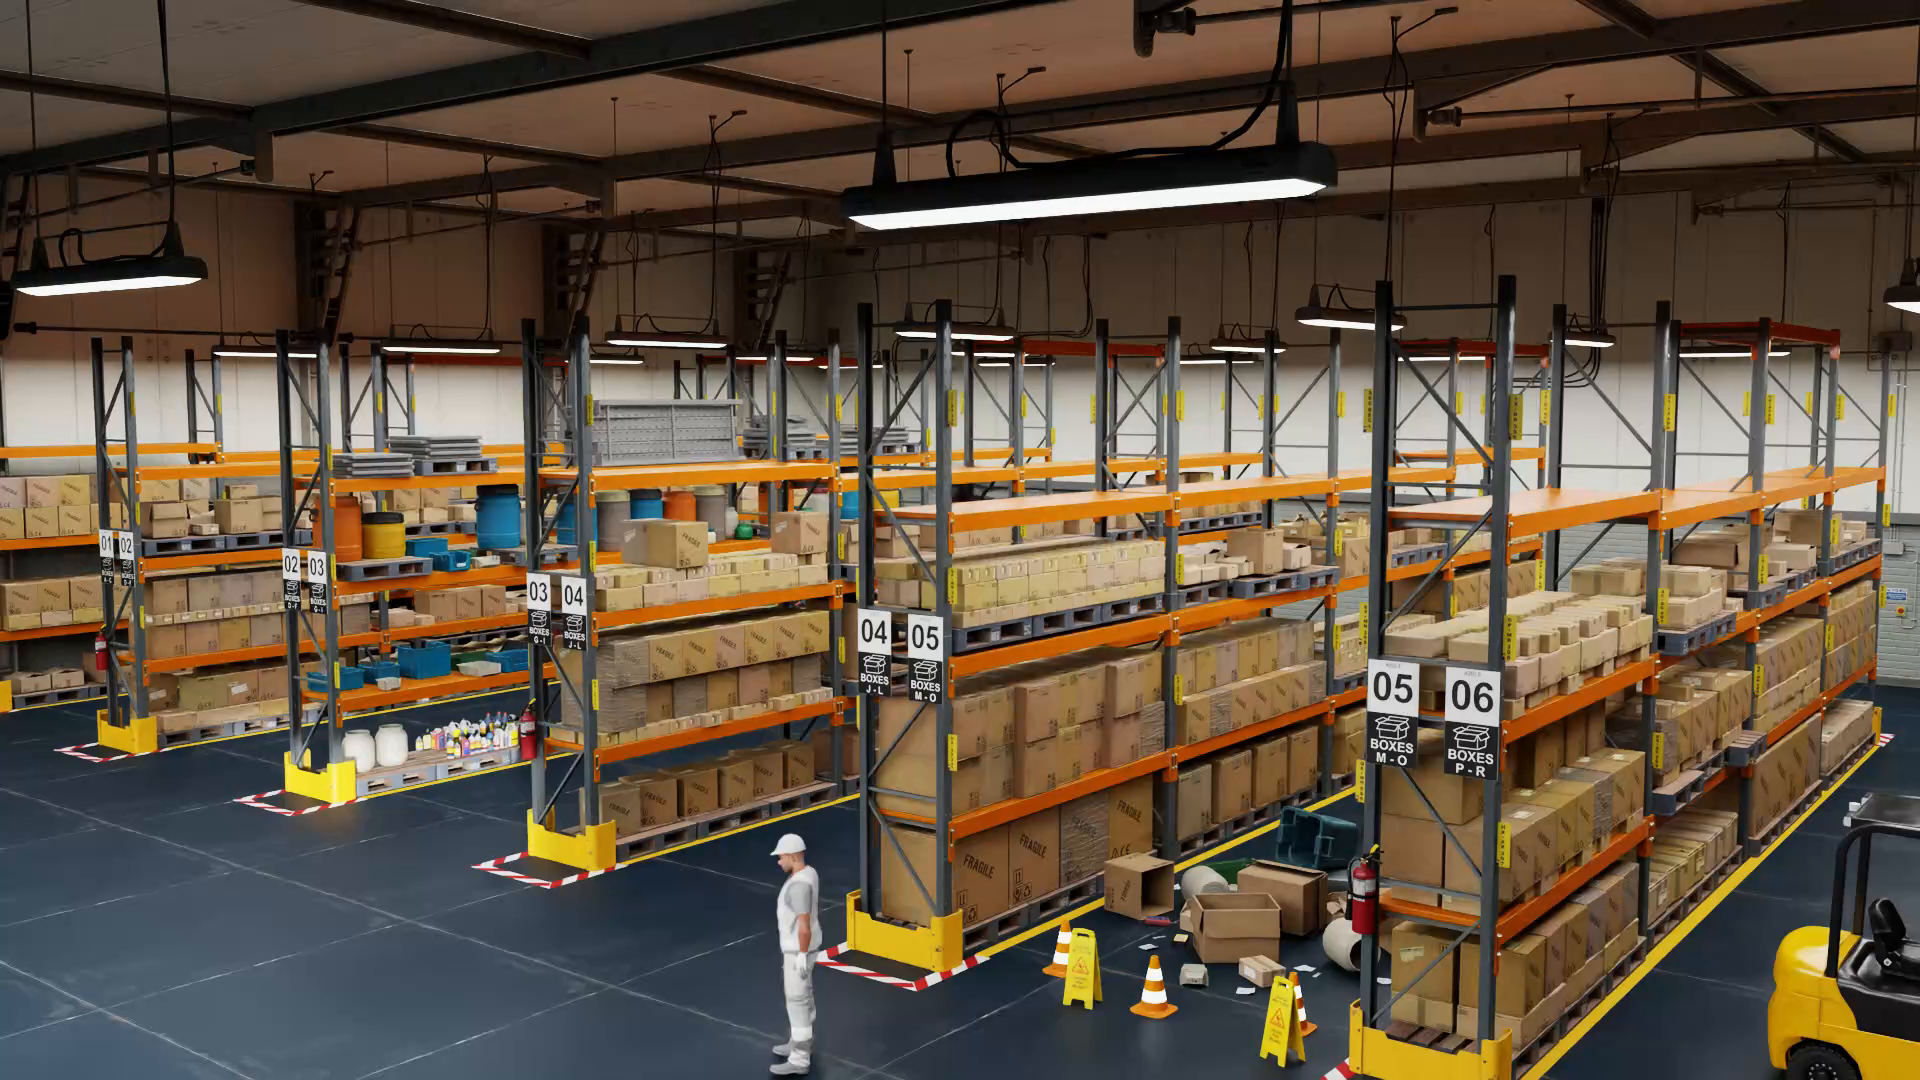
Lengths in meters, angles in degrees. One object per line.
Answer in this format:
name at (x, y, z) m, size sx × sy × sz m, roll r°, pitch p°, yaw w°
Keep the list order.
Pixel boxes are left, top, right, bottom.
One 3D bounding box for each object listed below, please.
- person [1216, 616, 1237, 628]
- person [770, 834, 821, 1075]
person at (4.297, 1.922, 27.080) m, size 0.621 × 1.739 × 0.975 m, roll 4°, pitch 6°, yaw 35°
person at (-1.271, 3.151, 12.828) m, size 0.402 × 1.782 × 0.611 m, roll 0°, pitch 5°, yaw 1°
